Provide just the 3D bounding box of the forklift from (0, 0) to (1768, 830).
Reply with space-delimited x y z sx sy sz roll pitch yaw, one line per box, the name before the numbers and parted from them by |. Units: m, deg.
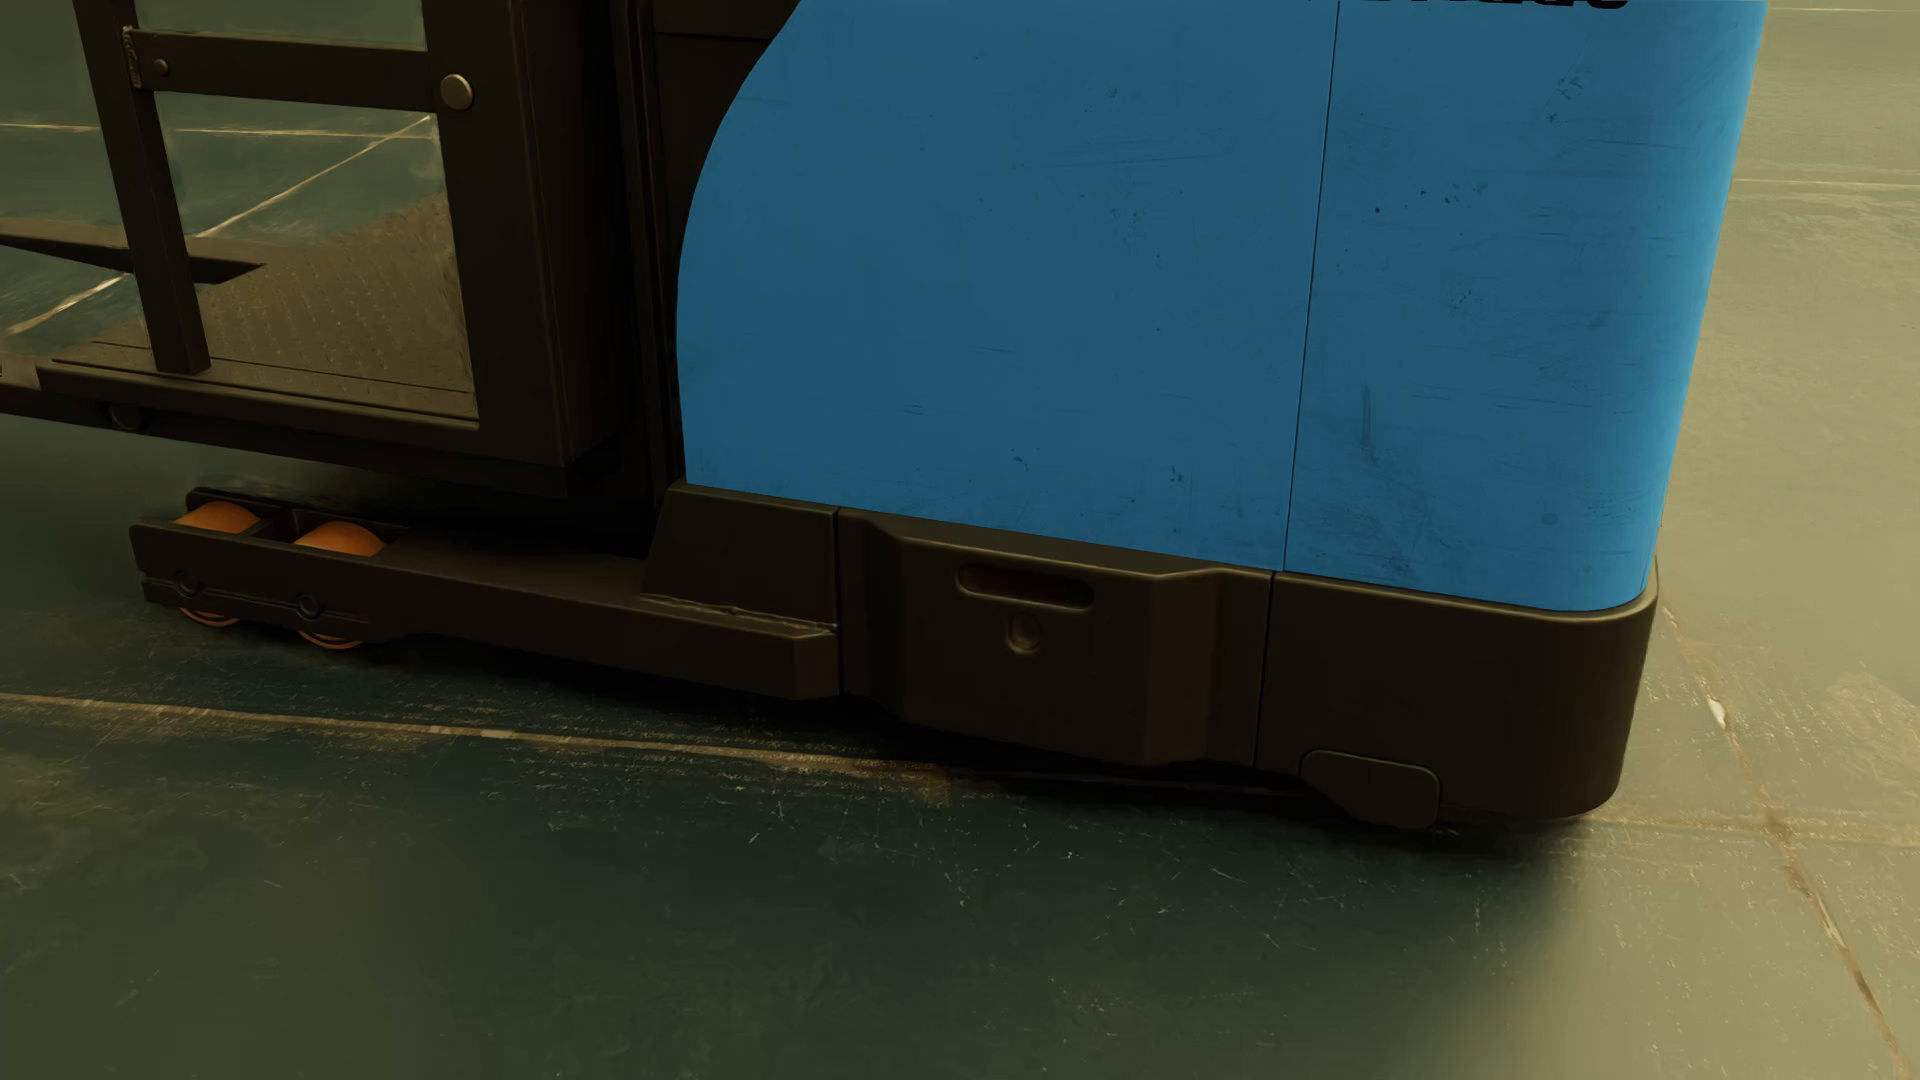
forklift | -0.584 -1.379 1.981 3.031 2.935 1.130 9 28 17
